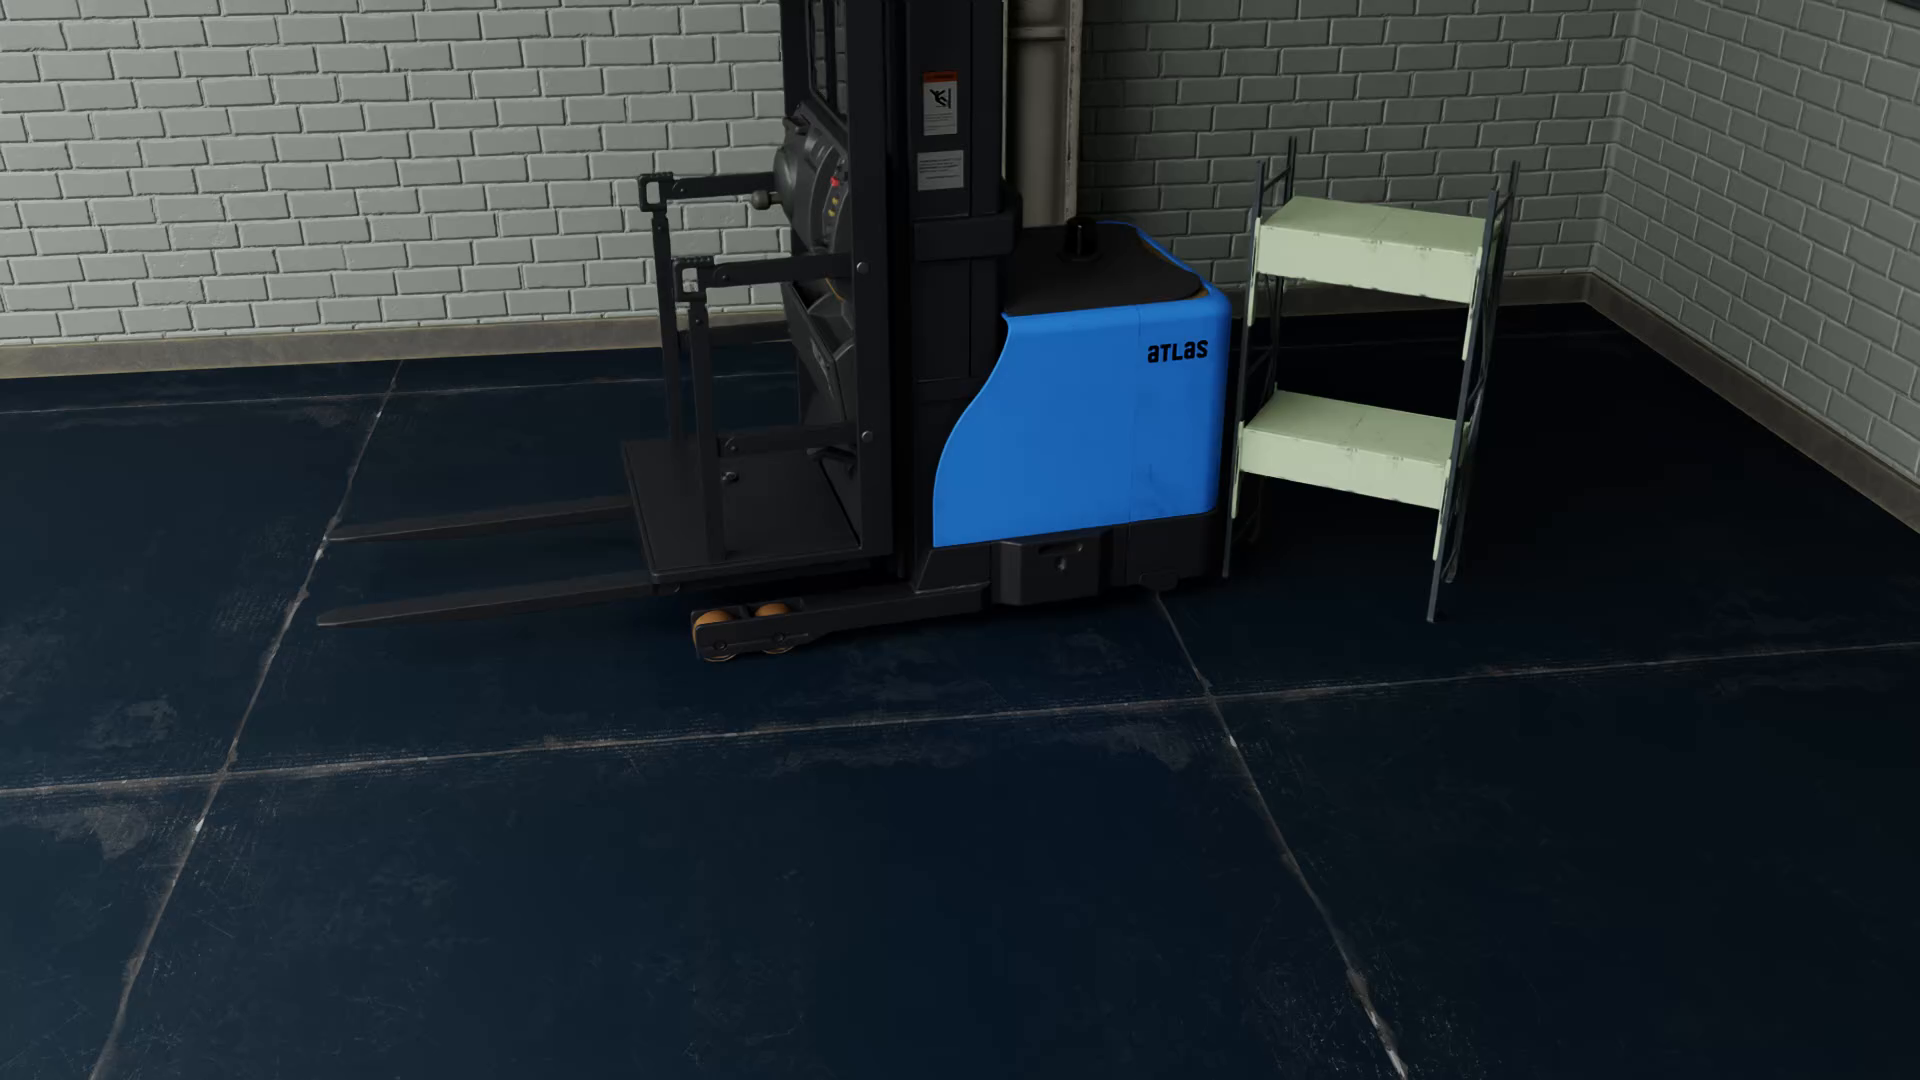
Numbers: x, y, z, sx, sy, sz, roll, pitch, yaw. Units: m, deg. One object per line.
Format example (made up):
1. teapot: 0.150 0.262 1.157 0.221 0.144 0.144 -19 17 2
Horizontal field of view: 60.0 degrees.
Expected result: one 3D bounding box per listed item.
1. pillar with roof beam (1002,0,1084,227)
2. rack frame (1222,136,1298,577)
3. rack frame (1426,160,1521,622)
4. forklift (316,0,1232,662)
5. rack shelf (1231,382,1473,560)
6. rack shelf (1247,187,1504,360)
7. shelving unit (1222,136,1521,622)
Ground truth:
1. pillar with roof beam: 0.931 -3.056 2.349 0.400 9.000 9.100 -4 27 -7
2. rack frame: 1.044 -0.617 5.810 0.023 1.500 0.400 13 30 23
3. rack frame: 1.700 -0.469 5.520 0.023 1.500 0.400 13 30 23
4. forklift: -0.660 -1.170 5.320 3.031 2.935 1.130 -7 28 -14
5. rack shelf: 1.372 -0.253 5.814 0.720 0.370 0.431 13 30 23
6. rack shelf: 1.372 -0.890 5.487 0.720 0.370 0.431 13 30 23
7. shelving unit: 1.372 -0.543 5.665 0.755 1.500 0.431 13 30 23
